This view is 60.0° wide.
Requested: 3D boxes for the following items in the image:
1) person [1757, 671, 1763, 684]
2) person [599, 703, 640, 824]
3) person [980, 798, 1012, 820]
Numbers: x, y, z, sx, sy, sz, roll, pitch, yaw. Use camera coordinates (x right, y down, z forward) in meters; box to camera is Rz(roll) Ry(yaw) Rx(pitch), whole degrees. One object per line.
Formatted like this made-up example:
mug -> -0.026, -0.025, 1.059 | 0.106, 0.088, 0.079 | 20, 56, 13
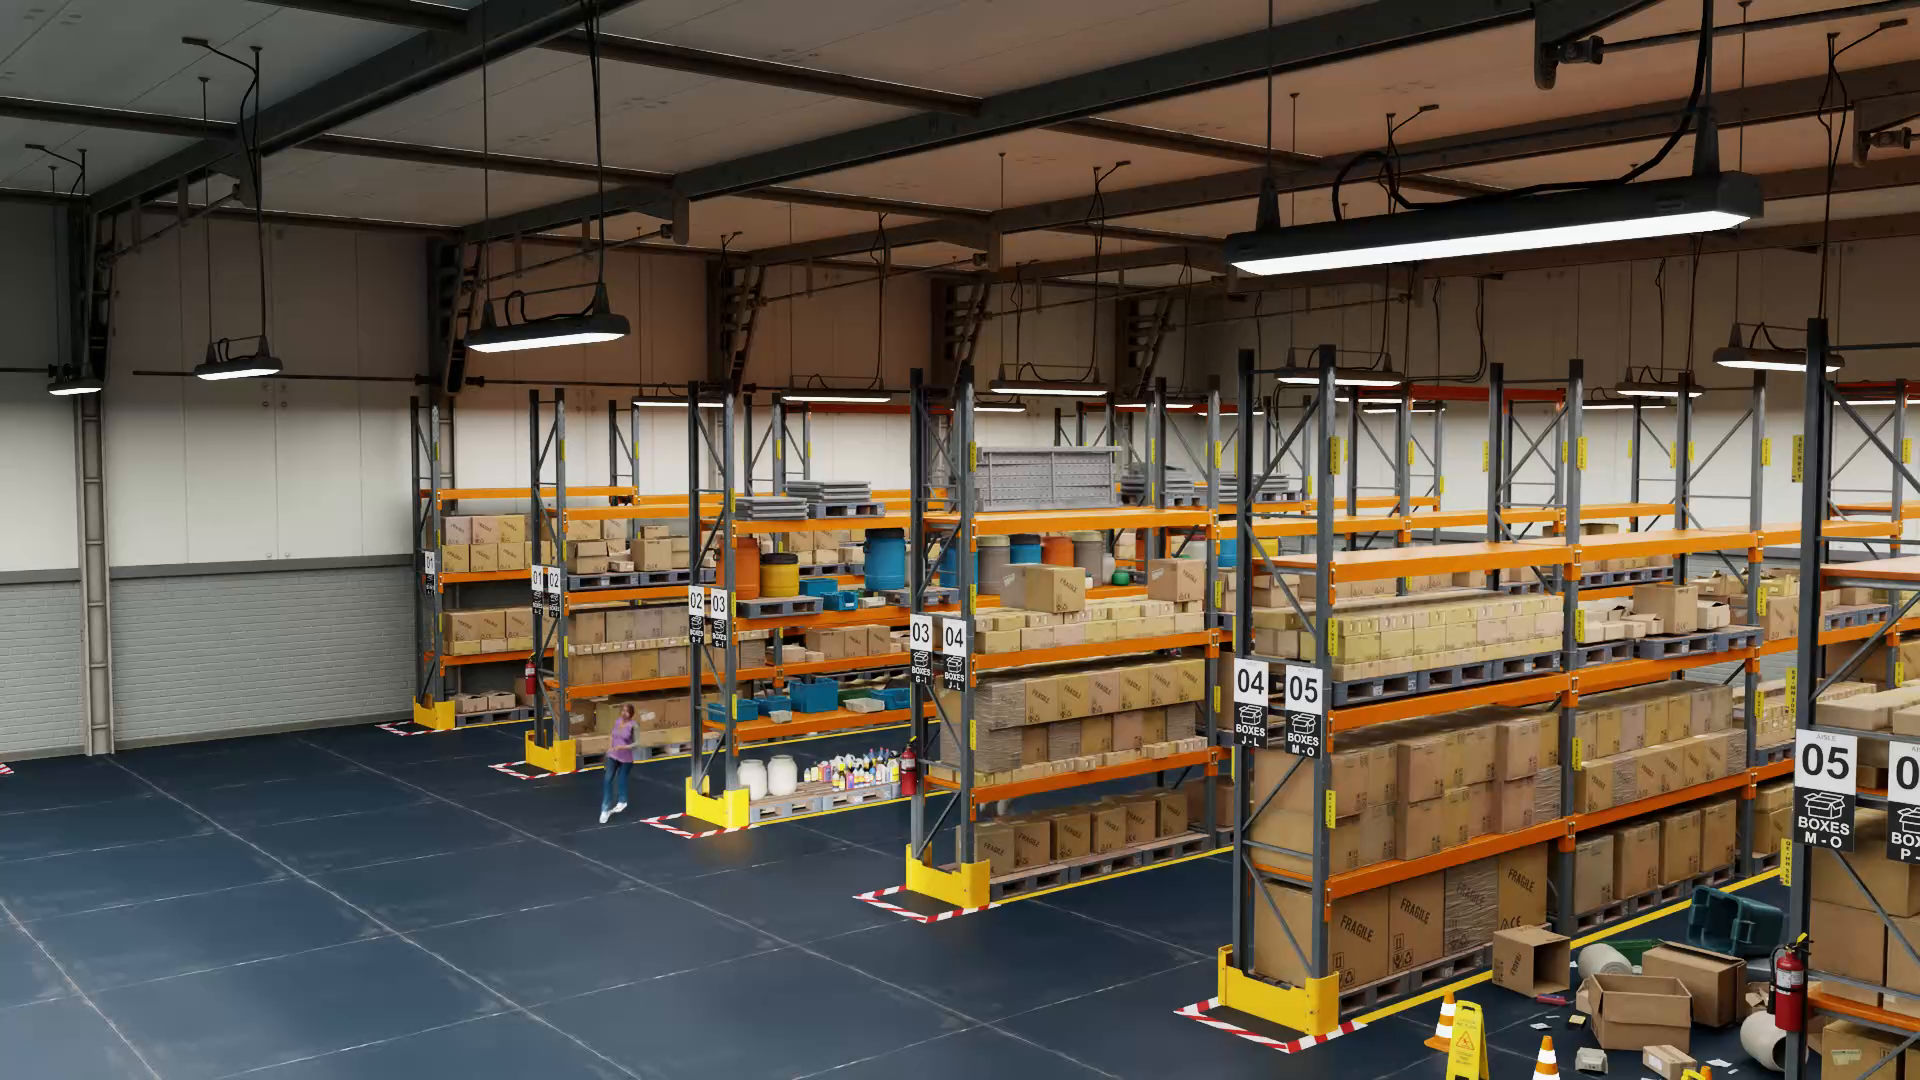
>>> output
person -> 11.803, 2.836, 24.588 | 0.866, 1.852, 0.669 | -2, 4, -34
person -> -4.620, 3.021, 22.746 | 0.541, 1.585, 0.771 | 1, 3, 10
person -> 0.517, 3.061, 21.132 | 0.640, 1.715, 0.576 | 3, 5, 43
